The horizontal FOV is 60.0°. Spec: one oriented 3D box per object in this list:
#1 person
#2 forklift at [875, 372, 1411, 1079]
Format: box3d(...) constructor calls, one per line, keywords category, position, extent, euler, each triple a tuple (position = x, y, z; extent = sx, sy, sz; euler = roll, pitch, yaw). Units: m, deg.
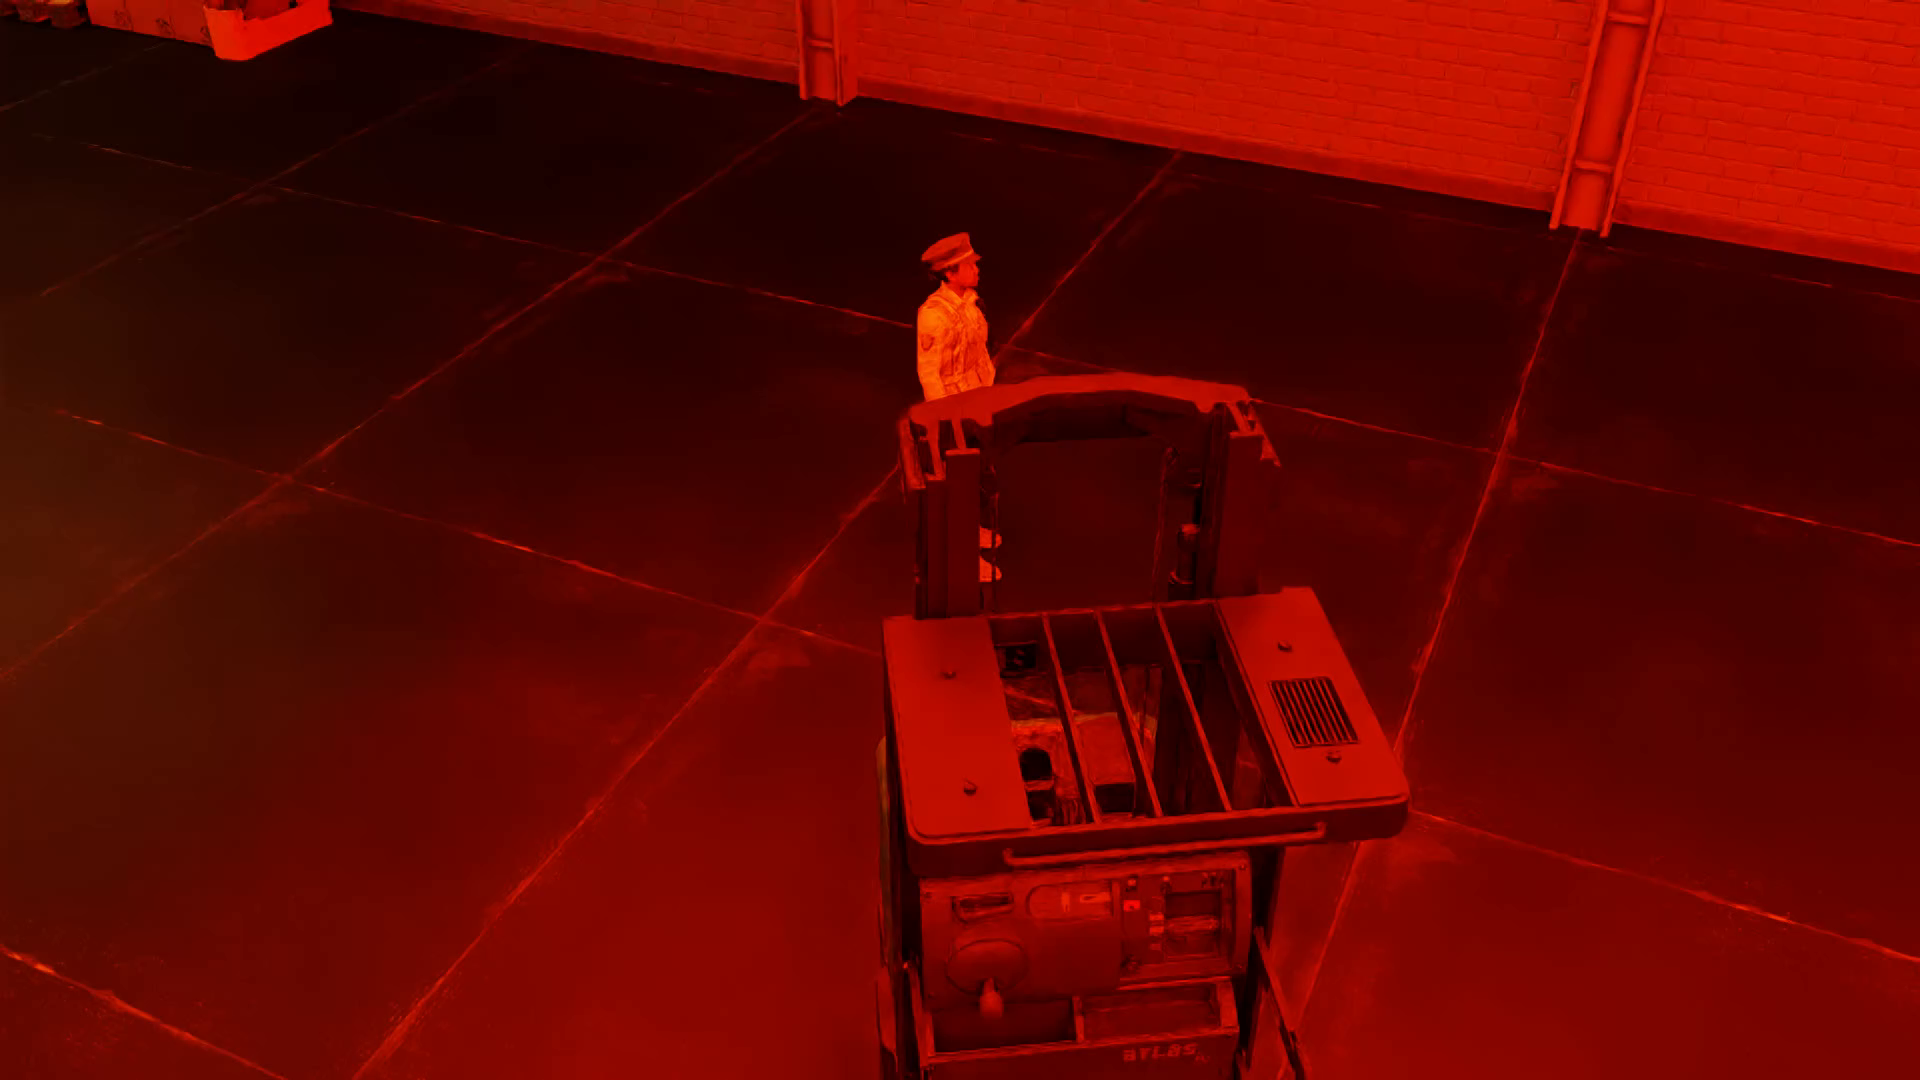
box3d(category="person", position=(0.059, -0.676, 8.086), extent=(0.532, 1.695, 0.586), euler=(15, 38, 20))
box3d(category="forklift", position=(0.381, 1.162, 4.457), extent=(1.130, 2.935, 3.031), euler=(-4, 36, -6))
